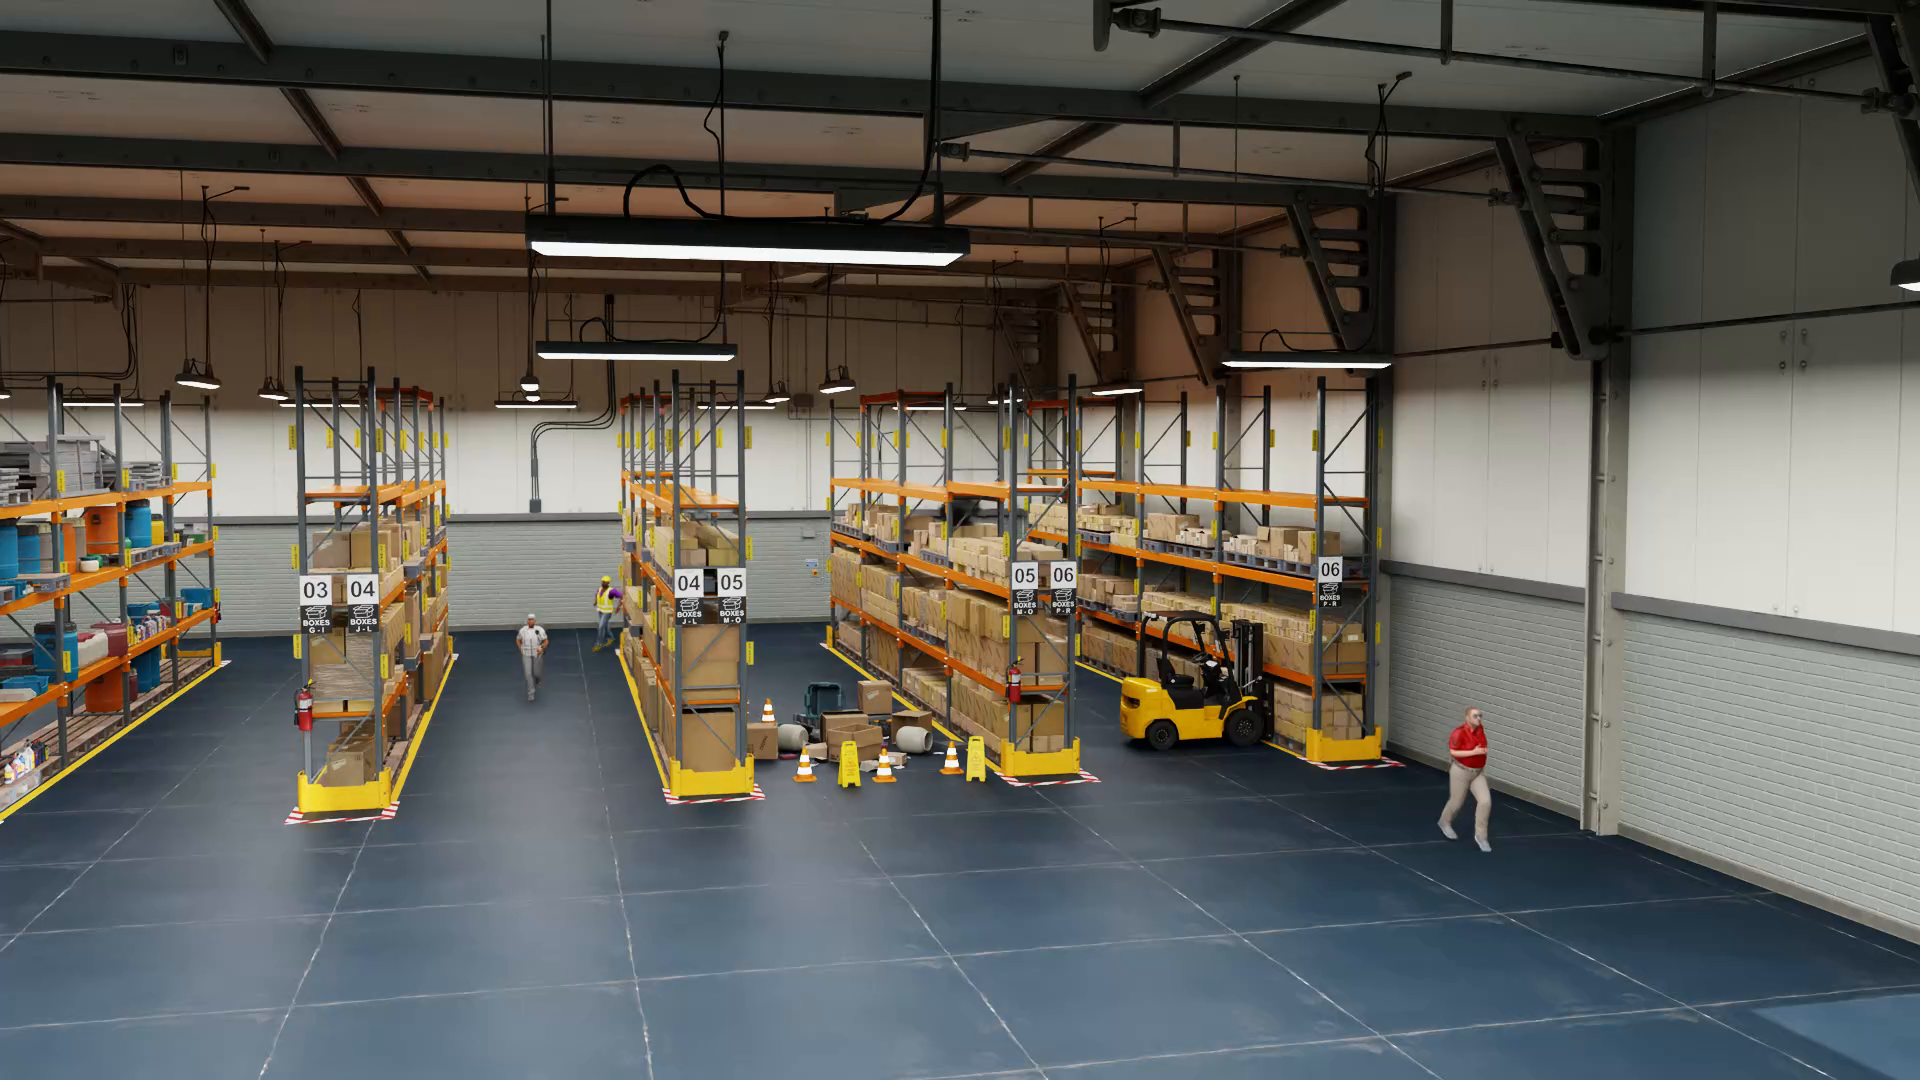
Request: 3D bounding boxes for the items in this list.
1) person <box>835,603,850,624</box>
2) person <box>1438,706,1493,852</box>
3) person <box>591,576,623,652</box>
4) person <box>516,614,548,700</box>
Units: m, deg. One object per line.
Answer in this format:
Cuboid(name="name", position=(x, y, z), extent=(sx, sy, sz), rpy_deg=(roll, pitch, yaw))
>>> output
Cuboid(name="person", position=(-2.860, 1.661, 41.652), extent=(0.729, 1.759, 0.709), rpy_deg=(1, 4, 14))
Cuboid(name="person", position=(6.233, 2.940, 20.518), extent=(0.643, 1.817, 0.884), rpy_deg=(-1, 4, -21))
Cuboid(name="person", position=(-8.456, 1.739, 39.721), extent=(0.753, 1.775, 0.891), rpy_deg=(2, 4, 34))
Cuboid(name="person", position=(-8.349, 2.259, 32.453), extent=(0.618, 1.638, 0.719), rpy_deg=(-1, 3, -13))
